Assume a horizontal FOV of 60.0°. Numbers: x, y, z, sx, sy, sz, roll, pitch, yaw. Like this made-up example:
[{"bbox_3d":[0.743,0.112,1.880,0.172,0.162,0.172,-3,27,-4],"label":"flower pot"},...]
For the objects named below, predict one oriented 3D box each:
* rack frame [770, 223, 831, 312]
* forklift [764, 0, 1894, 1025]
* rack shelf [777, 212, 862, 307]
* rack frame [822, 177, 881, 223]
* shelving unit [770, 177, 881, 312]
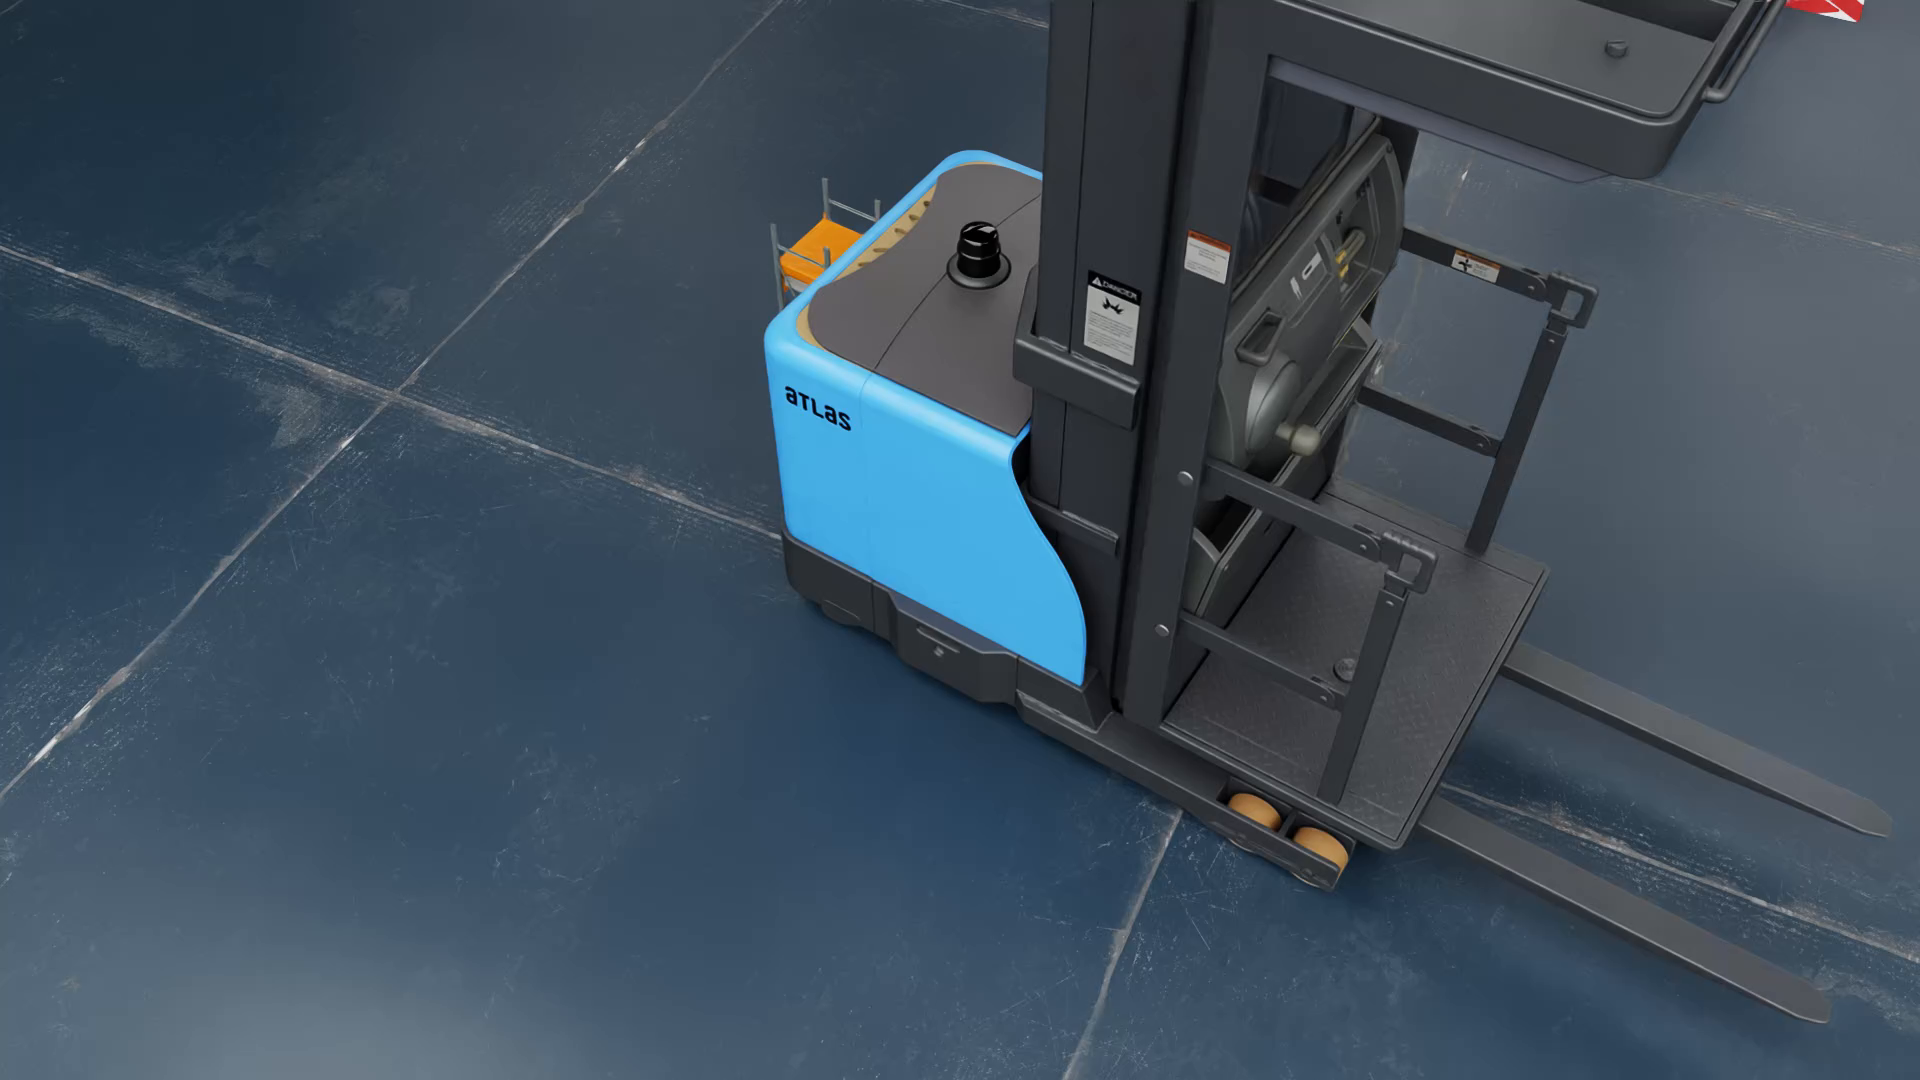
[{"bbox_3d":[-0.442,-0.498,4.984,0.200,1.050,0.008,26,55,21],"label":"rack frame"},{"bbox_3d":[0.985,-0.489,3.742,3.031,2.935,1.130,26,55,21],"label":"forklift"},{"bbox_3d":[-0.376,-0.753,4.842,0.215,0.259,0.240,26,55,21],"label":"rack shelf"},{"bbox_3d":[-0.309,-0.653,5.116,0.200,1.050,0.008,26,55,21],"label":"rack frame"},{"bbox_3d":[-0.375,-0.576,5.050,0.215,1.050,0.252,26,55,21],"label":"shelving unit"}]
